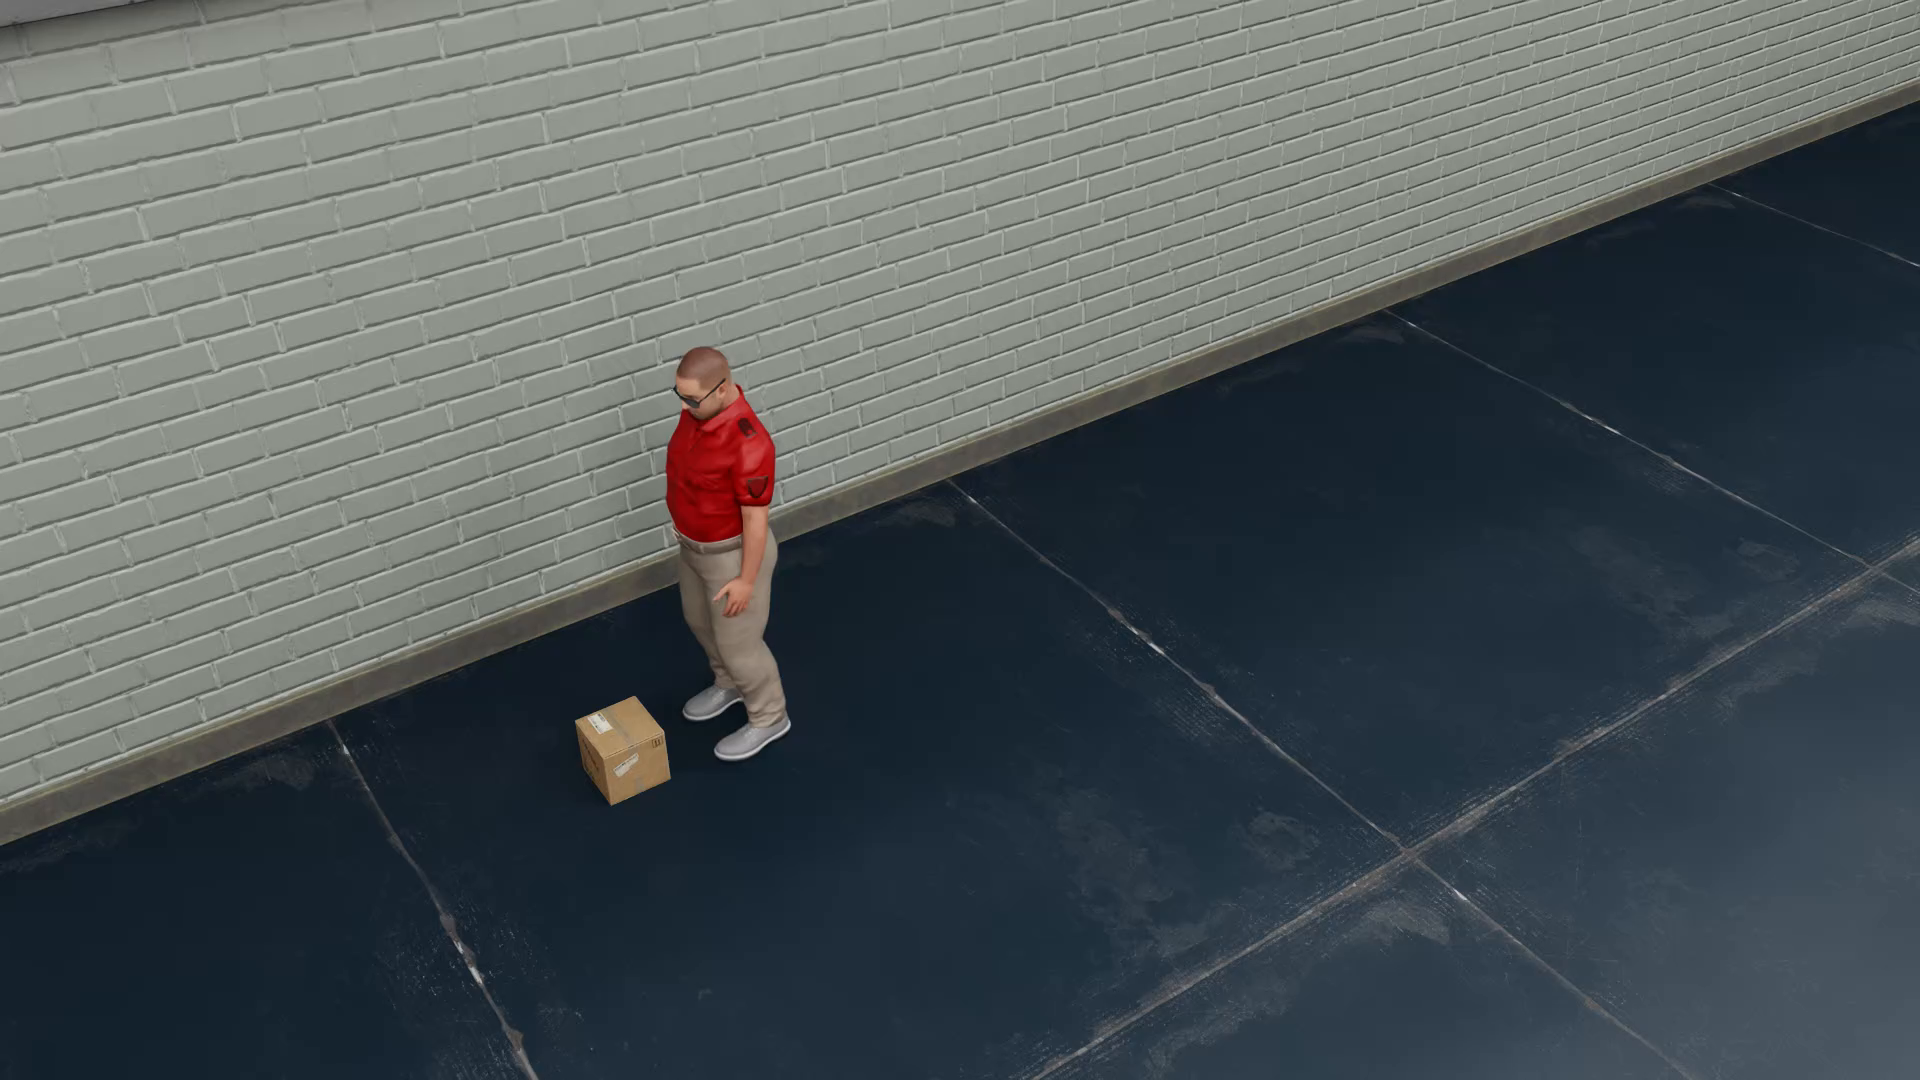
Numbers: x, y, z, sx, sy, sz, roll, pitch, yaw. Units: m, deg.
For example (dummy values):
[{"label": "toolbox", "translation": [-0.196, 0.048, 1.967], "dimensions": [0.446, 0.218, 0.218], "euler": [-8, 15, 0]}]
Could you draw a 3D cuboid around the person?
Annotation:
[{"label": "person", "translation": [-0.865, 0.048, 6.111], "dimensions": [0.357, 1.719, 0.532], "euler": [-22, 41, -27]}]
